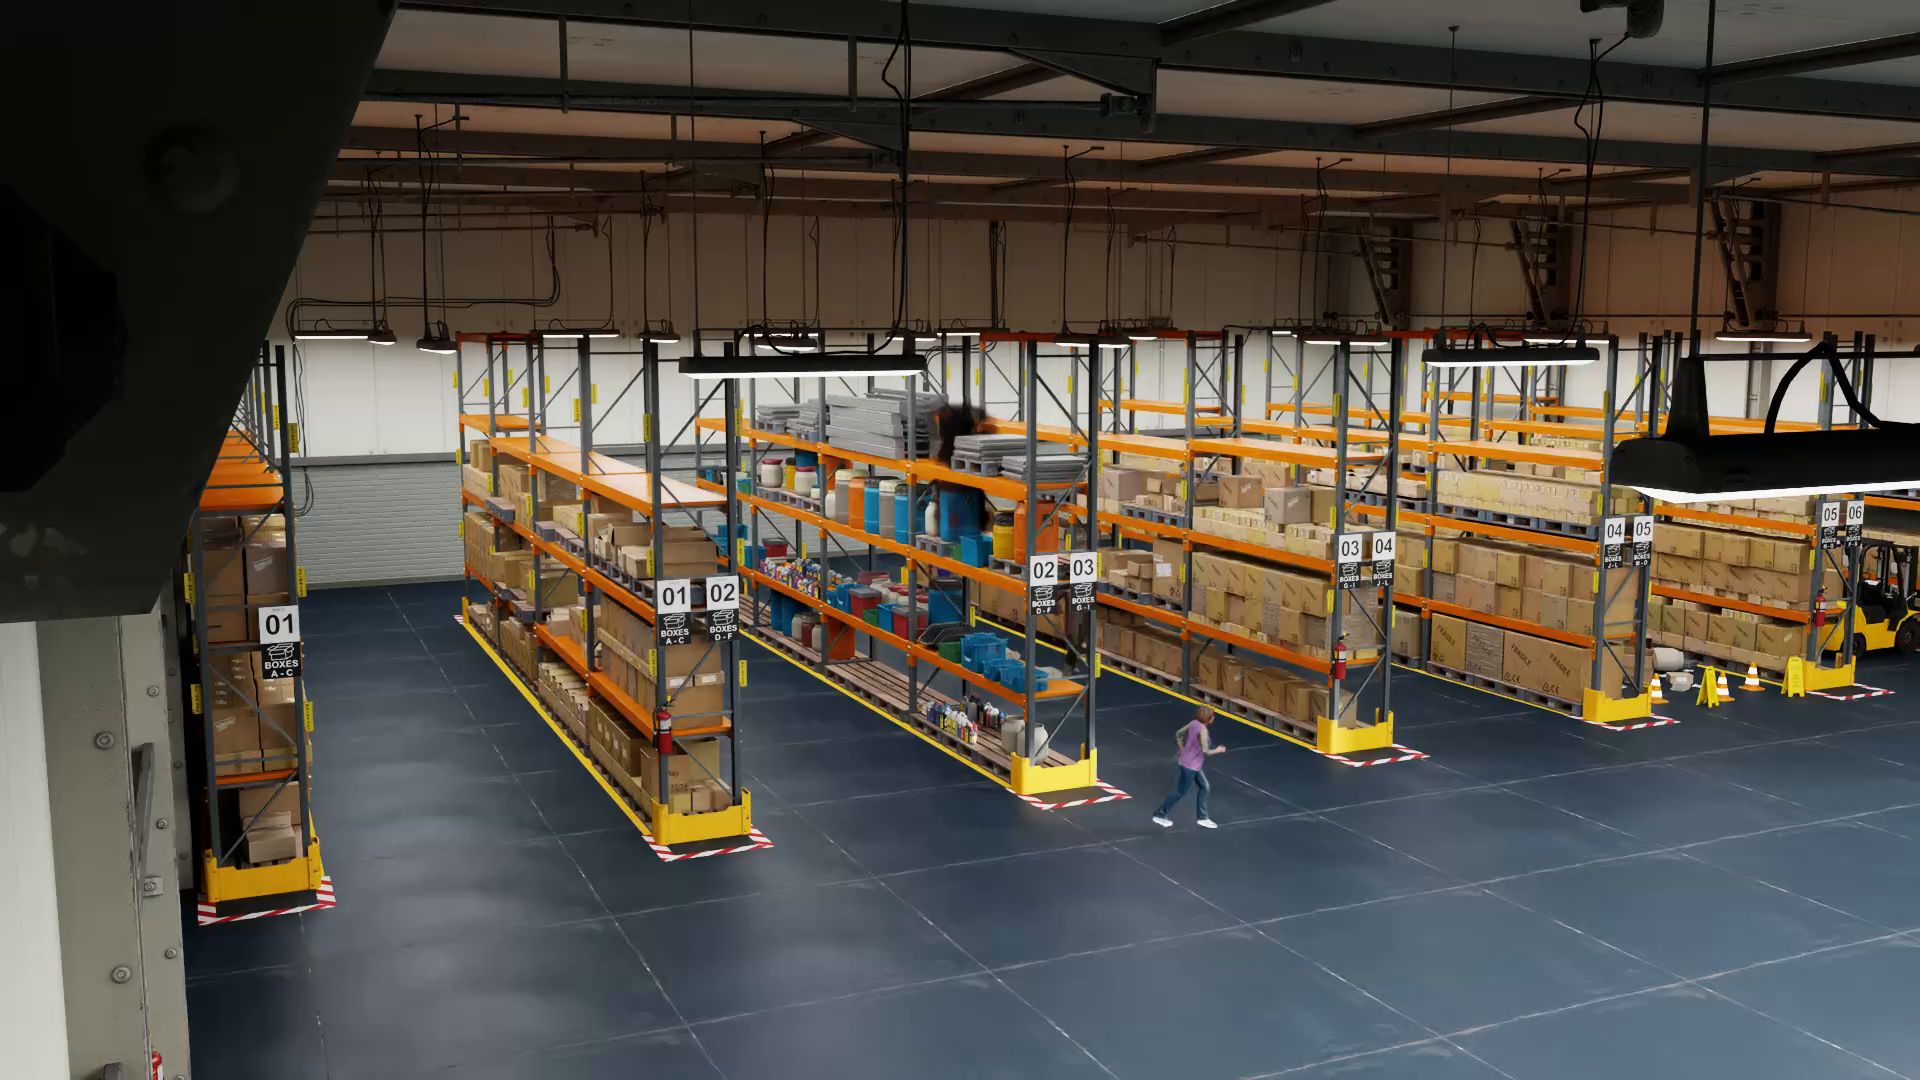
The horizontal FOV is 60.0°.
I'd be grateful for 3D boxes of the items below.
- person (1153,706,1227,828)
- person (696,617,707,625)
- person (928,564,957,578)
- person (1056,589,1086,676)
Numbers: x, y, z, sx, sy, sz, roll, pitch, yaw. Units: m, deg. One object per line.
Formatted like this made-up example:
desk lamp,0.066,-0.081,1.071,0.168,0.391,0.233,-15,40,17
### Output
person,2.827,2.807,20.463,0.898,1.566,0.534,0,8,-1
person,-4.636,1.698,28.603,0.610,1.618,0.667,-7,10,-41
person,-0.328,0.952,33.837,0.546,1.696,0.750,-3,8,-23
person,1.987,1.426,28.082,0.702,1.821,0.711,-3,8,-23
